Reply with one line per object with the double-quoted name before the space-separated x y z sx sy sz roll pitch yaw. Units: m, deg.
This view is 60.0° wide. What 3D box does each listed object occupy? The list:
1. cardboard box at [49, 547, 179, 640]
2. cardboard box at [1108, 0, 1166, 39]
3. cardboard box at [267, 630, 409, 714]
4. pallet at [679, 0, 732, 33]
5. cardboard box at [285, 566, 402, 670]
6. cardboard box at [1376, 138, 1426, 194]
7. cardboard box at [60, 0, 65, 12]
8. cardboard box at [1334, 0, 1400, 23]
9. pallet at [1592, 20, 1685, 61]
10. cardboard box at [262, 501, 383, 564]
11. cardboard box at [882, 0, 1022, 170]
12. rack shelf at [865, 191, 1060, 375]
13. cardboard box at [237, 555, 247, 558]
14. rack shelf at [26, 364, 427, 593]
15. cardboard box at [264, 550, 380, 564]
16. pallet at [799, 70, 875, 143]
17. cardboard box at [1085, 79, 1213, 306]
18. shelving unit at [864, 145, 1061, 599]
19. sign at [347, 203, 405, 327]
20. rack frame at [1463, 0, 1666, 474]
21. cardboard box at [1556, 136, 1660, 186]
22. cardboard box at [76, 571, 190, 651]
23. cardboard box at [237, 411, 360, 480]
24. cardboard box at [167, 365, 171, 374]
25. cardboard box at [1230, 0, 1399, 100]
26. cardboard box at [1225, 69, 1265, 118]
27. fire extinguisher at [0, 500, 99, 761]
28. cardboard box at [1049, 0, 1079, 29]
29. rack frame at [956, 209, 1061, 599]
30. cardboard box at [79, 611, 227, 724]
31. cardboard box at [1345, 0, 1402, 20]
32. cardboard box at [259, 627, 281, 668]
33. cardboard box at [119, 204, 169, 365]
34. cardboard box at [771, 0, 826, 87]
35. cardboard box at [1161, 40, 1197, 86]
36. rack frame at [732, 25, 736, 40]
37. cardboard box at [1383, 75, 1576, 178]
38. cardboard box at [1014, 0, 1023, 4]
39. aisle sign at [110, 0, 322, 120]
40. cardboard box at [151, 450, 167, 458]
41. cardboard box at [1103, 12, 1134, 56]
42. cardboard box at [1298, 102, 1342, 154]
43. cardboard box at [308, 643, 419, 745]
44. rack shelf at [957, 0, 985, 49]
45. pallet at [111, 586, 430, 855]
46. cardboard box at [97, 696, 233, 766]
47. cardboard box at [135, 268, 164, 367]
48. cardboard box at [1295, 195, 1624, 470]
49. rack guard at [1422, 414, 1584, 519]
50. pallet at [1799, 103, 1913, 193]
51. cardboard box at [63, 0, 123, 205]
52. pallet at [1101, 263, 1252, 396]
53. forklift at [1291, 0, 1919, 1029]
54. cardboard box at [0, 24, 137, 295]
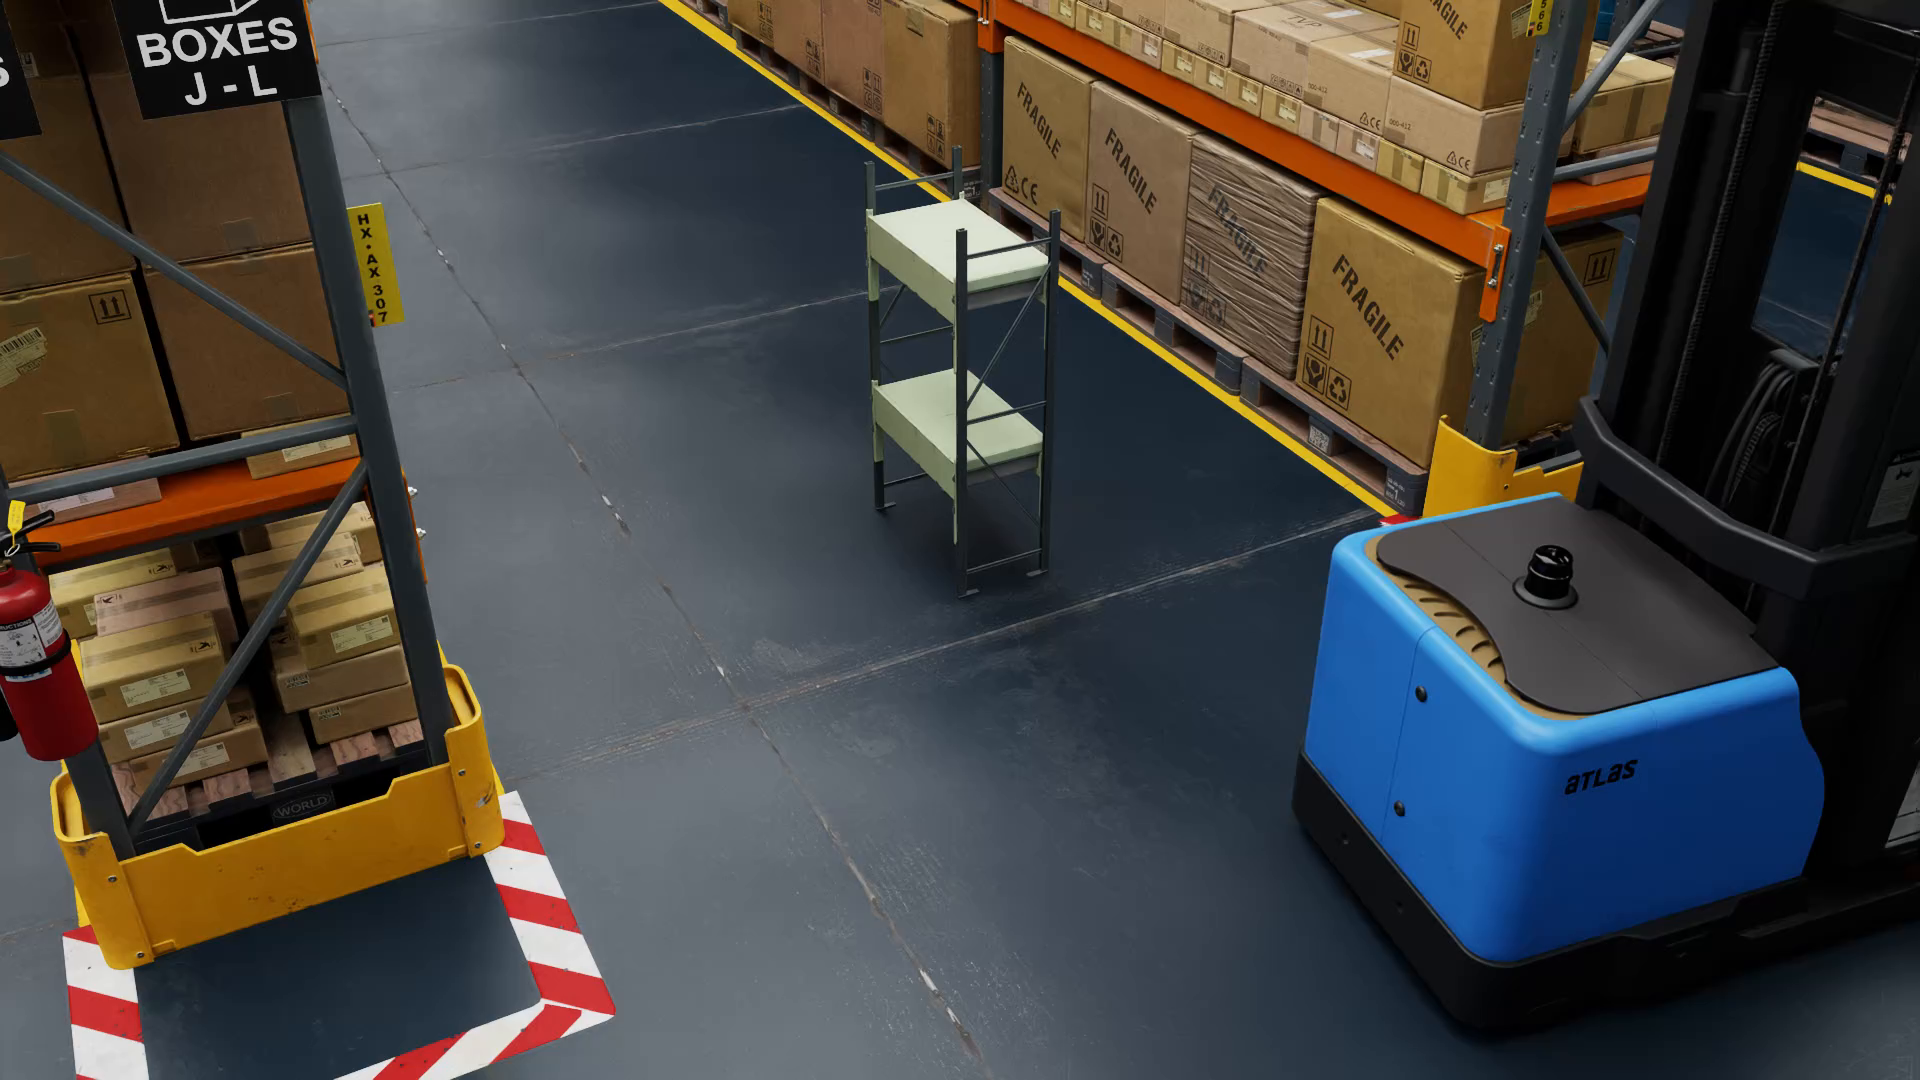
"cardboard box" -2.752 0.159 5.423 0.380 0.149 0.250 -17 36 -24
"cardboard box" 1.049 -2.595 7.883 0.500 0.250 0.500 -15 36 -22
"cardboard box" -1.999 0.384 5.347 0.380 0.149 0.250 -14 35 -21
"pallet" -1.640 -4.416 13.447 1.003 0.211 1.213 -16 36 -23
"cardboard box" -1.926 0.238 5.300 0.380 0.149 0.250 -18 37 -25
"cardboard box" 1.873 -1.504 6.549 0.380 0.149 0.250 -15 36 -23
"cardboard box" -2.902 -1.431 4.908 0.500 0.500 0.500 -14 35 -21
"cardboard box" 1.989 -2.245 7.337 0.500 0.250 0.500 -17 36 -25
"pallet" 4.647 -3.758 12.420 1.003 0.211 1.213 -16 36 -23
"cardboard box" -2.165 -0.016 5.696 0.380 0.149 0.250 -16 36 -23
"cardboard box" 0.272 -2.890 10.061 1.225 0.875 0.875 -16 36 -23
"rack shelf" -0.003 -0.963 6.140 0.431 0.370 0.720 -16 36 -23
"cardboard box" -2.485 0.025 6.183 0.380 0.149 0.250 -16 36 -23
"rack shelf" -2.914 -0.851 5.964 1.077 0.370 4.000 -16 36 -23
"cardboard box" -2.293 -0.005 5.955 0.380 0.149 0.250 -15 35 -22
"pallet" -0.411 -3.066 11.339 1.003 0.211 1.213 -16 36 -23
"cardboard box" 1.245 -1.825 8.399 0.875 0.875 0.875 -16 36 -23
"shelving unit" -0.003 -0.635 6.350 0.431 1.500 0.755 -16 36 -23
"sign" -1.502 -0.700 4.260 0.100 0.325 0.005 -16 36 -23
"rack frame" 2.453 -1.399 6.153 1.000 3.000 0.127 -16 36 -23
"cardboard box" 2.580 -1.545 6.614 0.380 0.149 0.250 -15 36 -23
"cardboard box" -2.724 0.271 5.524 0.380 0.149 0.250 -17 37 -25
"cardboard box" -1.843 -0.331 4.718 0.380 0.149 0.250 -16 36 -23
"cardboard box" -2.318 -0.673 5.252 0.380 0.149 0.250 -14 35 -21
"cardboard box" 1.519 -2.110 7.127 0.500 0.250 0.500 -17 36 -25
"cardboard box" 1.397 -1.991 7.309 0.380 0.149 0.250 -16 36 -23
"fire extinguisher" -2.273 0.226 4.033 0.296 0.674 0.183 -16 36 -23
"cardboard box" 0.678 -2.726 8.457 0.380 0.149 0.250 -15 35 -22
"rack frame" 0.168 -0.460 6.078 0.400 1.500 0.023 -16 36 -23
"cardboard box" -2.453 0.385 5.071 0.380 0.149 0.250 -15 36 -23
"cardboard box" 1.988 -2.558 7.130 0.500 0.500 0.500 -17 36 -24
"cardboard box" -2.259 0.273 5.797 0.380 0.149 0.250 -15 36 -23
"cardboard box" -2.219 -0.899 5.005 0.500 0.500 0.500 -16 36 -23
"cardboard box" -0.565 -3.737 11.382 1.225 0.875 0.875 -16 36 -23
"cardboard box" 1.160 -2.233 7.688 0.380 0.149 0.250 -17 36 -24
"rack frame" -1.277 -5.217 12.112 1.000 3.000 0.127 -16 36 -23
"cardboard box" 1.992 -1.625 6.370 0.500 0.250 0.500 -16 36 -24
"cardboard box" 0.432 -2.977 8.849 0.380 0.149 0.250 -16 36 -23
"aisle sign" -1.682 -1.335 3.643 0.394 0.787 0.004 -16 36 -23
"cardboard box" -2.467 -0.306 4.680 0.380 0.149 0.250 -16 36 -23
"cardboard box" 0.921 -2.479 8.072 0.380 0.149 0.250 -16 36 -24
"cardboard box" 1.641 -1.744 6.924 0.380 0.149 0.250 -15 36 -22
"cardboard box" -1.943 0.494 5.452 0.380 0.149 0.250 -15 36 -22
"rack shelf" -0.344 -3.959 10.816 1.077 0.370 4.000 -16 36 -23
"pallet" -2.365 0.542 5.708 1.003 0.211 1.213 -16 36 -23
"cardboard box" -2.480 0.519 5.137 0.380 0.149 0.250 -17 36 -24
"cardboard box" -2.655 -0.764 4.793 0.500 0.500 0.500 -16 36 -24
"cardboard box" 2.084 -0.966 7.058 0.875 0.875 0.875 -16 36 -23
"rack guard" 2.464 -0.335 6.809 1.175 0.500 0.348 -16 36 -23
"pallet" 5.920 -2.455 10.386 1.003 0.211 1.213 -16 36 -23
"cardboard box" -2.197 -1.308 4.716 0.500 0.500 0.500 -15 36 -22
"pallet" 1.446 -1.168 8.377 1.003 0.211 1.213 -16 36 -23
"forklift" 2.627 -0.367 4.606 3.031 2.935 1.130 -11 34 -17
"cardboard box" -2.415 -0.944 4.147 0.500 0.500 0.500 -17 36 -24
